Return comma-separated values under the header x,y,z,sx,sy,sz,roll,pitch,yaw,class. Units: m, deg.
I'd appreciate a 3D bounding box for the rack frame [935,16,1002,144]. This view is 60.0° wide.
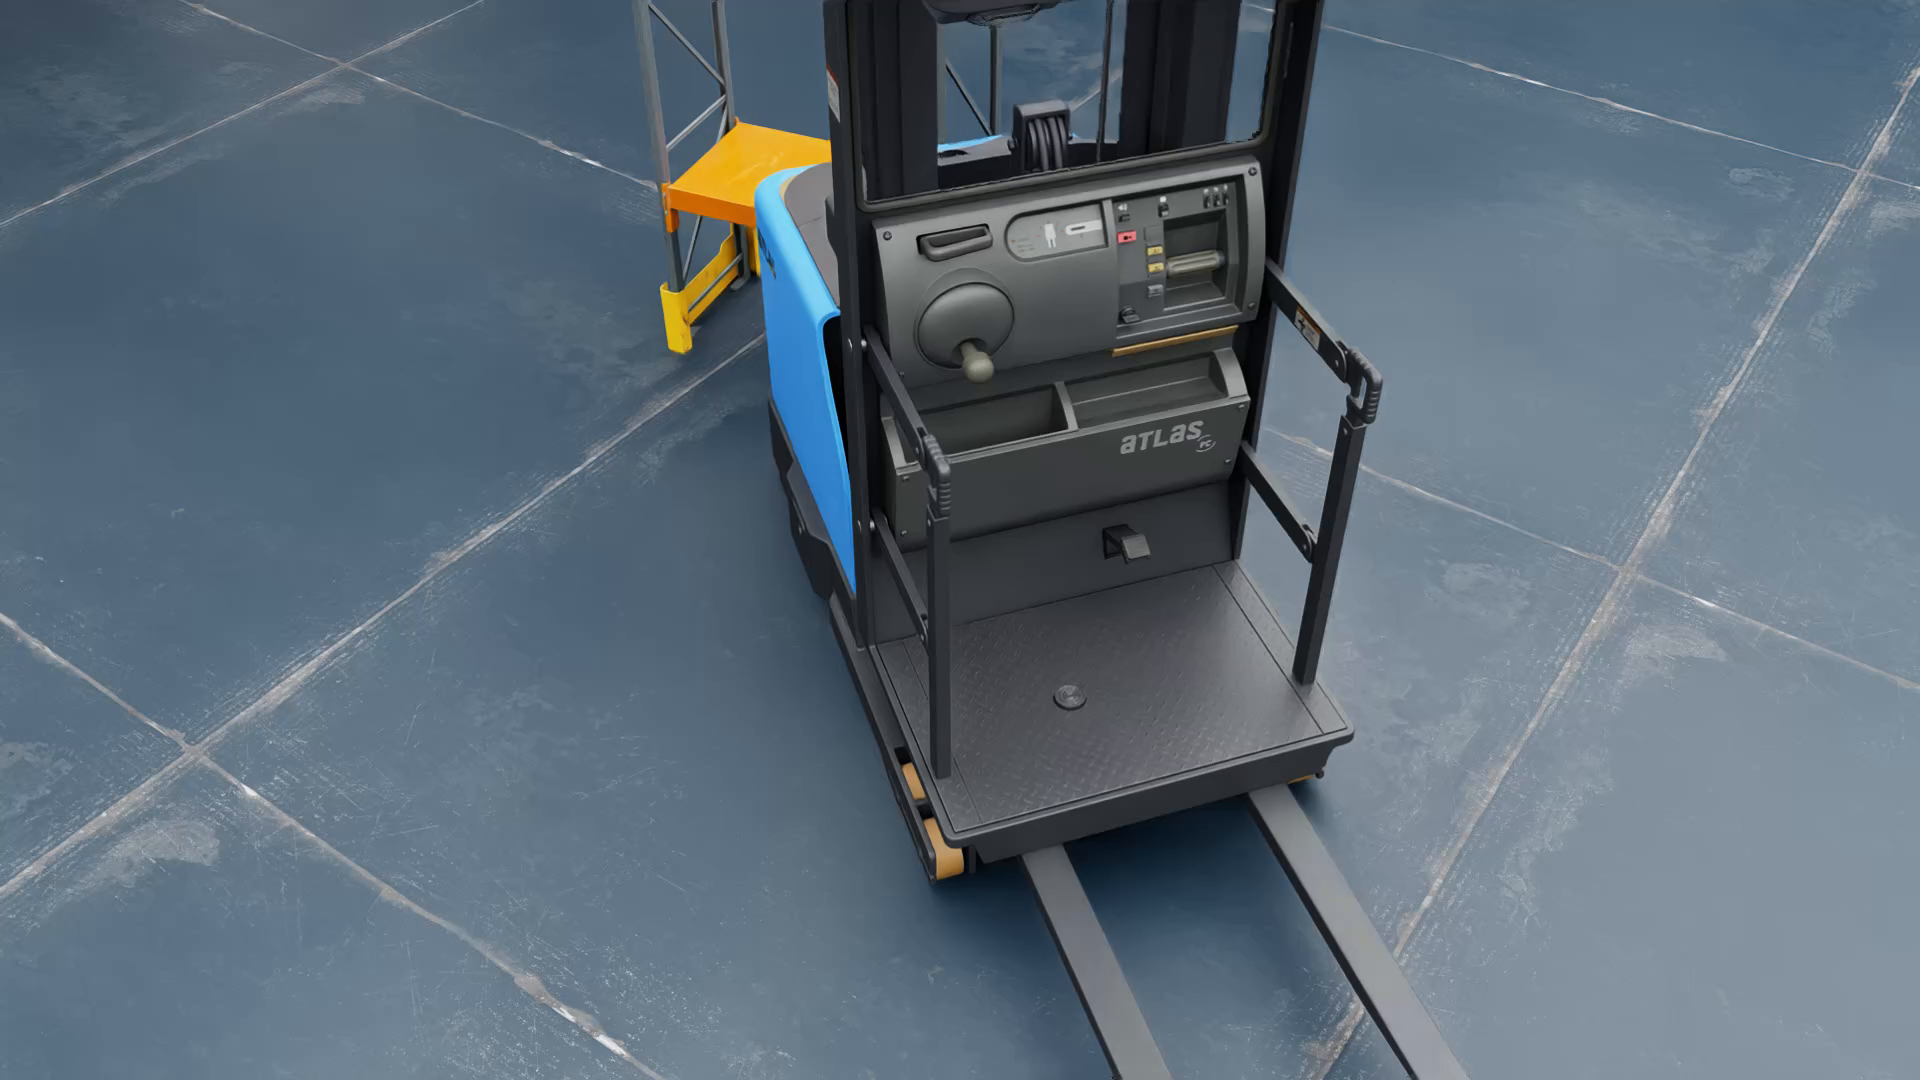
x,y,z,sx,sy,sz,roll,pitch,yaw,class
0.023,-1.160,5.422,0.032,1.500,0.500,16,44,17,rack frame

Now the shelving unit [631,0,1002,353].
x,y,z,sx,sy,sz,roll,pitch,yaw,class
-0.454,-1.294,5.572,1.083,1.500,0.587,16,44,17,shelving unit

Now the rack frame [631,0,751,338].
x,y,z,sx,sy,sz,roll,pitch,yaw,class
-0.914,-1.423,5.716,0.032,1.500,0.500,16,44,17,rack frame

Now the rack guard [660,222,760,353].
x,y,z,sx,sy,sz,roll,pitch,yaw,class
-0.913,-0.957,6.132,0.087,0.250,0.587,16,44,17,rack guard

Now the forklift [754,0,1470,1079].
x,y,z,sx,sy,sz,roll,pitch,yaw,class
0.336,-0.531,3.645,1.130,2.935,3.031,-13,43,-14,forklift

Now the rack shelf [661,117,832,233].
x,y,z,sx,sy,sz,roll,pitch,yaw,class
-0.445,-1.158,5.689,1.000,0.185,0.538,16,44,17,rack shelf
